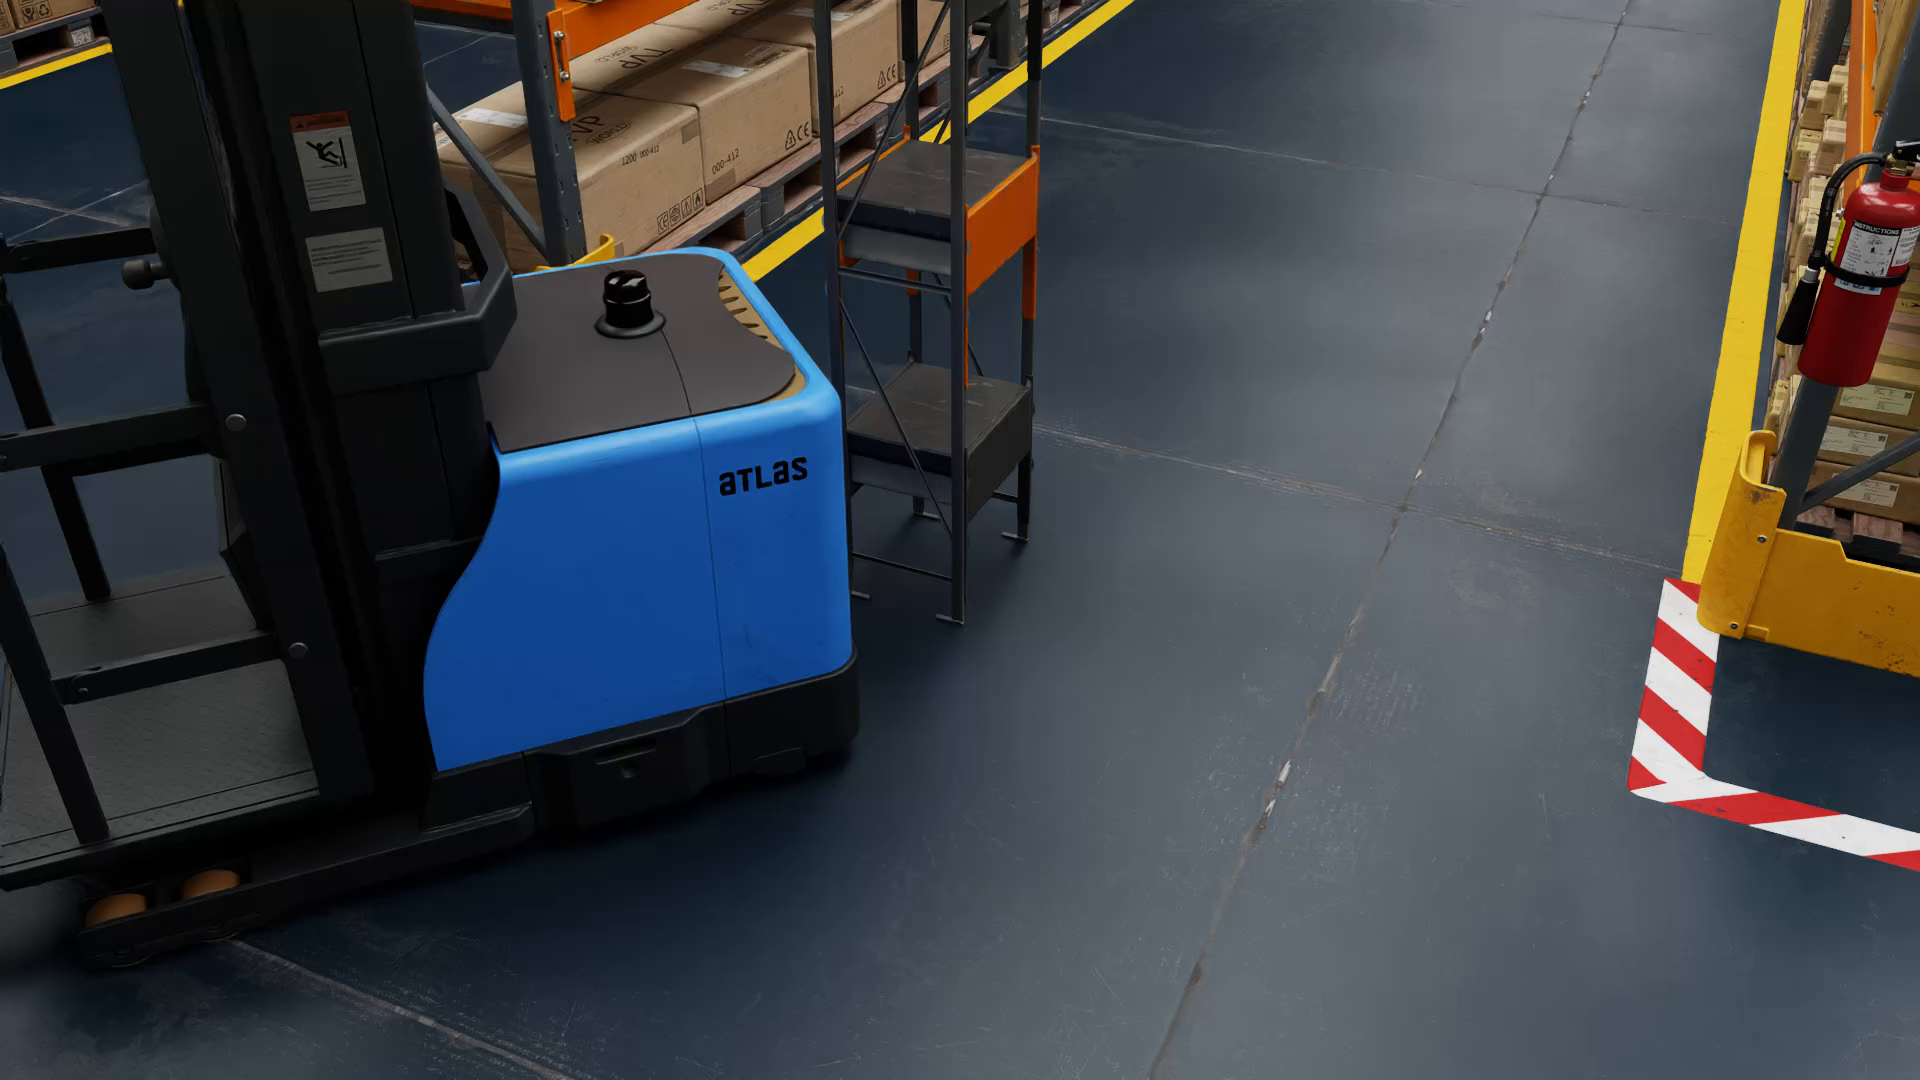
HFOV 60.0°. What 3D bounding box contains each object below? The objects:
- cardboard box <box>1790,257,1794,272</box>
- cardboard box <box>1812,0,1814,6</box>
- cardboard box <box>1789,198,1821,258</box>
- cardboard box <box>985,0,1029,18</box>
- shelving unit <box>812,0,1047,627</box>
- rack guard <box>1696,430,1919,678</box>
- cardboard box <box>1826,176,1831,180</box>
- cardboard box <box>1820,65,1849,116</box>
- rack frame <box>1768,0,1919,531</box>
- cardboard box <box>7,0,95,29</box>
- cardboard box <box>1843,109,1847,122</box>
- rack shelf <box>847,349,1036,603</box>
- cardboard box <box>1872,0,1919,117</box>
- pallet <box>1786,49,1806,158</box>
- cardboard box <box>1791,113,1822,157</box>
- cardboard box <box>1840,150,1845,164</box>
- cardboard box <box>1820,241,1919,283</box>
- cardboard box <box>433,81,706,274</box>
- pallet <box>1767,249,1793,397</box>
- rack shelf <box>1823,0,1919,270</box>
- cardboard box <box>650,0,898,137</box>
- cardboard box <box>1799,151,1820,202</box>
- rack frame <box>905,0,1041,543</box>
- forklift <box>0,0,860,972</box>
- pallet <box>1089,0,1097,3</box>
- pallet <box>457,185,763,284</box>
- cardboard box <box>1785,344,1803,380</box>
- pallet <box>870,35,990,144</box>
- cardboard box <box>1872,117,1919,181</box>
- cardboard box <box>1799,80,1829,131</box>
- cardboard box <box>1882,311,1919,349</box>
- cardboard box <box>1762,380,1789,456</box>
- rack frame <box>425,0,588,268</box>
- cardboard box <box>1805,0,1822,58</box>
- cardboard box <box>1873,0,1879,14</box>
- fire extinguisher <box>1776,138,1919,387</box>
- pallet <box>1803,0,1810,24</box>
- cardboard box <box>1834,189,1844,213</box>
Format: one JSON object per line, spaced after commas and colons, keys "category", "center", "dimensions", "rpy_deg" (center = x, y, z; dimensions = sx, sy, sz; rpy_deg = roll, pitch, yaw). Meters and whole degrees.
{"category": "cardboard box", "center": [3.441, -1.122, 6.442], "dimensions": [0.380, 0.149, 0.250], "rpy_deg": [13, 35, 19]}
{"category": "cardboard box", "center": [5.119, -3.222, 9.326], "dimensions": [0.500, 0.500, 0.500], "rpy_deg": [13, 36, 19]}
{"category": "cardboard box", "center": [3.314, -1.133, 6.188], "dimensions": [0.380, 0.149, 0.250], "rpy_deg": [15, 36, 21]}
{"category": "cardboard box", "center": [0.039, -3.601, 9.561], "dimensions": [0.875, 0.875, 0.875], "rpy_deg": [15, 36, 22]}
{"category": "shelving unit", "center": [-0.069, -0.796, 4.549], "dimensions": [0.431, 2.100, 0.503], "rpy_deg": [14, 36, 20]}
{"category": "rack guard", "center": [2.749, 0.098, 4.645], "dimensions": [1.175, 0.500, 0.348], "rpy_deg": [14, 36, 20]}
{"category": "cardboard box", "center": [3.603, -1.361, 6.535], "dimensions": [0.380, 0.149, 0.250], "rpy_deg": [16, 36, 23]}
{"category": "cardboard box", "center": [3.890, -1.886, 7.066], "dimensions": [0.380, 0.149, 0.250], "rpy_deg": [16, 36, 23]}
{"category": "rack frame", "center": [2.717, -0.909, 3.901], "dimensions": [1.000, 3.000, 0.127], "rpy_deg": [14, 36, 20]}
{"category": "cardboard box", "center": [-5.284, -3.202, 9.294], "dimensions": [0.500, 0.500, 0.500], "rpy_deg": [15, 36, 21]}
{"category": "cardboard box", "center": [3.740, -1.614, 6.650], "dimensions": [0.380, 0.149, 0.250], "rpy_deg": [13, 36, 19]}
{"category": "rack shelf", "center": [-0.069, -0.199, 4.940], "dimensions": [0.431, 0.518, 0.480], "rpy_deg": [14, 36, 20]}
{"category": "cardboard box", "center": [2.672, -1.359, 4.224], "dimensions": [0.500, 0.500, 0.500], "rpy_deg": [15, 36, 21]}
{"category": "pallet", "center": [4.715, -2.124, 8.296], "dimensions": [1.003, 0.211, 1.213], "rpy_deg": [14, 36, 20]}
{"category": "cardboard box", "center": [3.947, -1.777, 7.442], "dimensions": [0.380, 0.149, 0.250], "rpy_deg": [13, 35, 18]}
{"category": "cardboard box", "center": [3.520, -1.351, 6.250], "dimensions": [0.380, 0.149, 0.250], "rpy_deg": [13, 35, 19]}
{"category": "cardboard box", "center": [3.025, -0.848, 5.482], "dimensions": [0.380, 0.149, 0.250], "rpy_deg": [13, 35, 19]}
{"category": "cardboard box", "center": [-1.636, -1.451, 6.680], "dimensions": [0.875, 0.438, 0.875], "rpy_deg": [13, 35, 19]}
{"category": "pallet", "center": [3.633, -0.783, 6.252], "dimensions": [1.003, 0.211, 1.213], "rpy_deg": [14, 36, 20]}
{"category": "rack shelf", "center": [3.554, -1.605, 5.618], "dimensions": [1.077, 0.370, 4.000], "rpy_deg": [14, 36, 20]}
{"category": "cardboard box", "center": [-0.882, -2.357, 8.063], "dimensions": [0.875, 0.438, 0.875], "rpy_deg": [13, 35, 19]}
{"category": "cardboard box", "center": [3.779, -1.509, 7.033], "dimensions": [0.380, 0.149, 0.250], "rpy_deg": [14, 36, 20]}
{"category": "rack frame", "center": [0.033, -0.917, 4.734], "dimensions": [0.400, 2.100, 0.015], "rpy_deg": [14, 36, 20]}
{"category": "forklift", "center": [-1.828, -0.587, 3.473], "dimensions": [3.031, 2.935, 1.130], "rpy_deg": [-13, 35, -19]}
{"category": "pallet", "center": [0.616, -3.832, 10.902], "dimensions": [1.003, 0.211, 1.213], "rpy_deg": [14, 36, 20]}
{"category": "pallet", "center": [-1.557, -1.245, 6.956], "dimensions": [1.003, 0.211, 1.213], "rpy_deg": [14, 36, 20]}
{"category": "cardboard box", "center": [2.895, -0.605, 5.383], "dimensions": [0.380, 0.149, 0.250], "rpy_deg": [13, 35, 19]}
{"category": "pallet", "center": [-0.537, -2.460, 8.809], "dimensions": [1.003, 0.211, 1.213], "rpy_deg": [14, 36, 20]}
{"category": "cardboard box", "center": [2.597, -1.032, 4.317], "dimensions": [0.380, 0.149, 0.250], "rpy_deg": [14, 36, 21]}
{"category": "cardboard box", "center": [3.949, -1.902, 7.361], "dimensions": [0.380, 0.149, 0.250], "rpy_deg": [16, 36, 23]}
{"category": "cardboard box", "center": [2.866, -0.575, 5.066], "dimensions": [0.380, 0.149, 0.250], "rpy_deg": [15, 36, 21]}
{"category": "cardboard box", "center": [2.764, -0.354, 5.272], "dimensions": [0.380, 0.149, 0.250], "rpy_deg": [15, 36, 22]}
{"category": "rack frame", "center": [-1.821, -1.995, 5.557], "dimensions": [1.000, 3.000, 0.127], "rpy_deg": [14, 36, 20]}
{"category": "cardboard box", "center": [4.687, -2.714, 8.550], "dimensions": [0.500, 0.500, 0.500], "rpy_deg": [13, 36, 19]}
{"category": "cardboard box", "center": [3.095, -1.869, 5.002], "dimensions": [0.500, 0.500, 0.500], "rpy_deg": [14, 36, 21]}
{"category": "fire extinguisher", "center": [2.193, -0.702, 3.995], "dimensions": [0.296, 0.674, 0.183], "rpy_deg": [14, 36, 20]}
{"category": "pallet", "center": [5.736, -3.339, 10.149], "dimensions": [1.003, 0.211, 1.213], "rpy_deg": [14, 36, 20]}
{"category": "cardboard box", "center": [3.298, -1.100, 5.867], "dimensions": [0.380, 0.149, 0.250], "rpy_deg": [13, 35, 19]}
